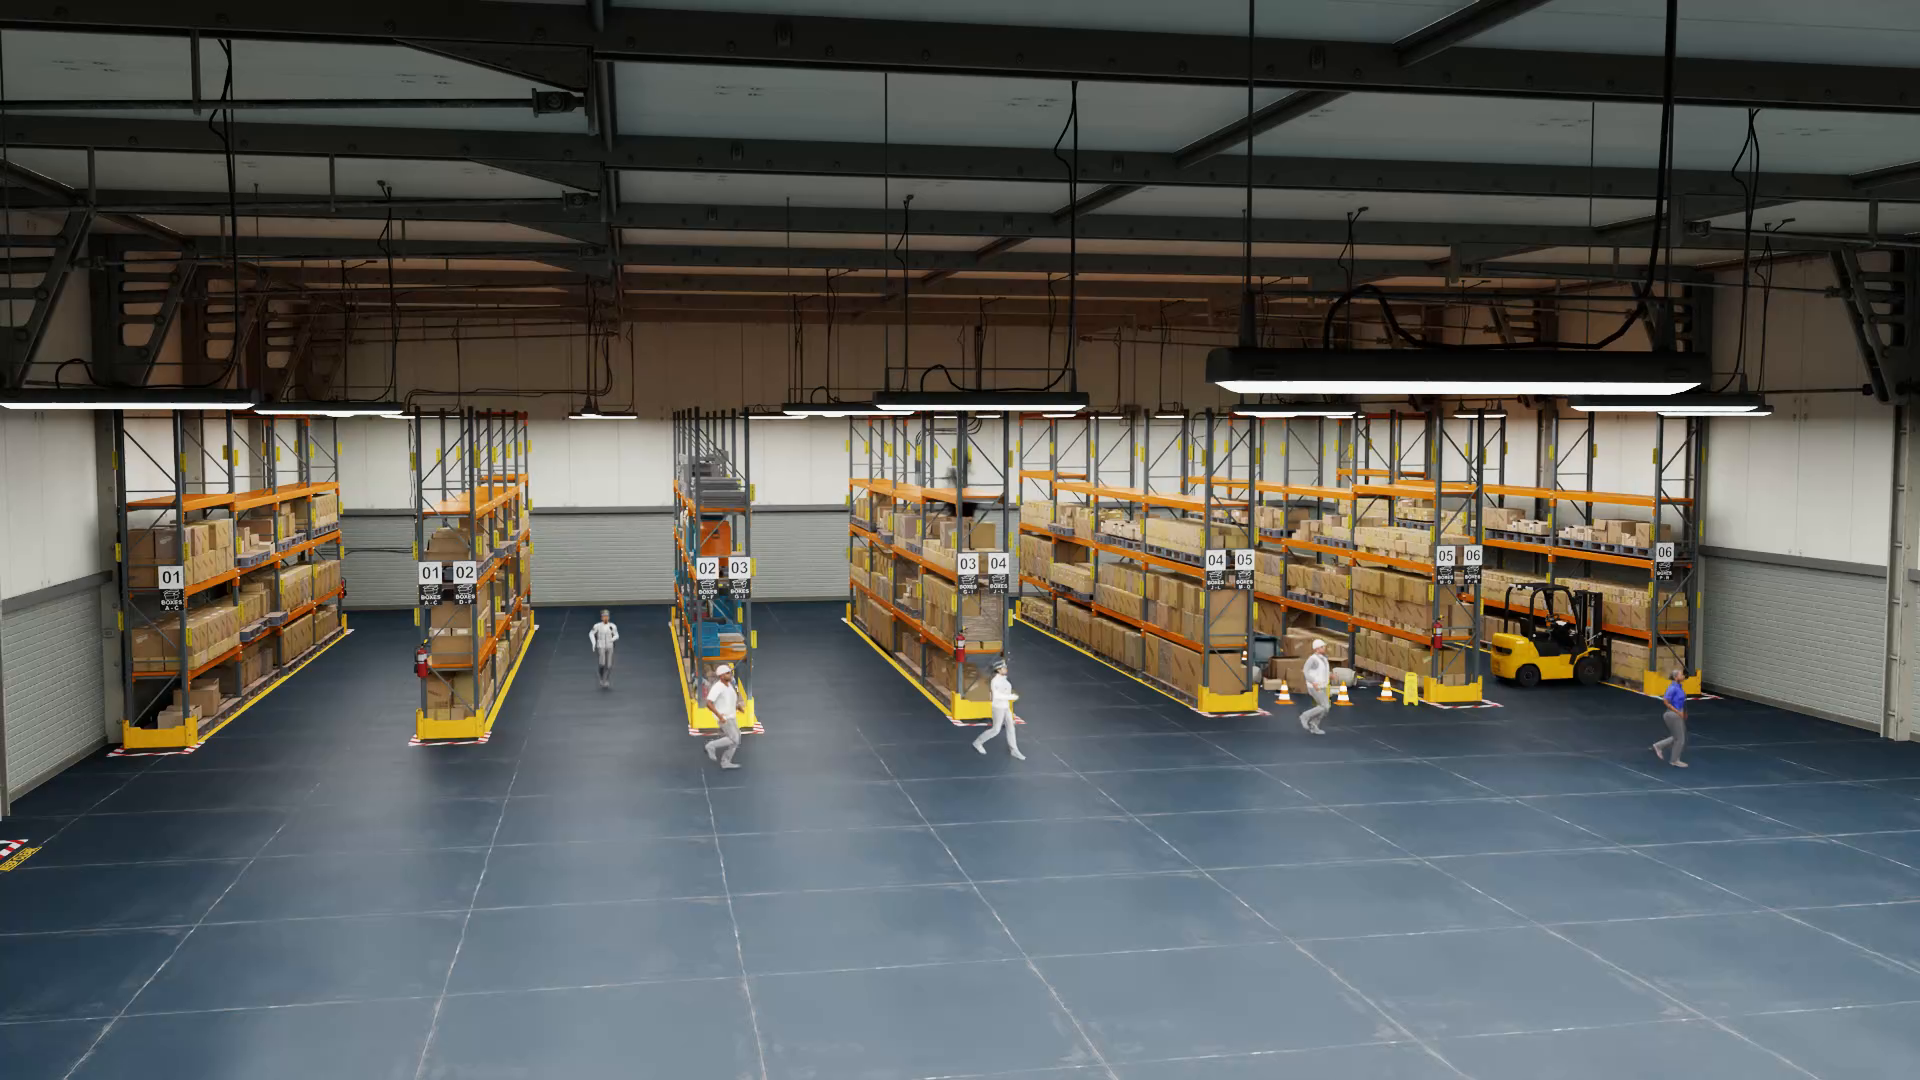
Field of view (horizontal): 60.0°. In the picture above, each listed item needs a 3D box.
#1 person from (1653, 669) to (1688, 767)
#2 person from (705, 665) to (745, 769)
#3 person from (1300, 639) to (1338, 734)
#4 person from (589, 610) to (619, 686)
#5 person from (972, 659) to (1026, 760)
[{"bbox_3d":[11.831,2.995,27.683,0.587,1.527,0.599,3,5,37],"label":"person"},{"bbox_3d":[-3.861,2.923,27.457,0.525,1.722,0.717,1,4,16],"label":"person"},{"bbox_3d":[6.600,2.689,30.531,0.610,1.744,0.652,3,5,35],"label":"person"},{"bbox_3d":[-7.634,2.332,35.803,0.593,1.660,0.616,-2,4,-21],"label":"person"},{"bbox_3d":[0.666,2.868,28.174,0.923,1.708,0.613,1,4,17],"label":"person"}]
